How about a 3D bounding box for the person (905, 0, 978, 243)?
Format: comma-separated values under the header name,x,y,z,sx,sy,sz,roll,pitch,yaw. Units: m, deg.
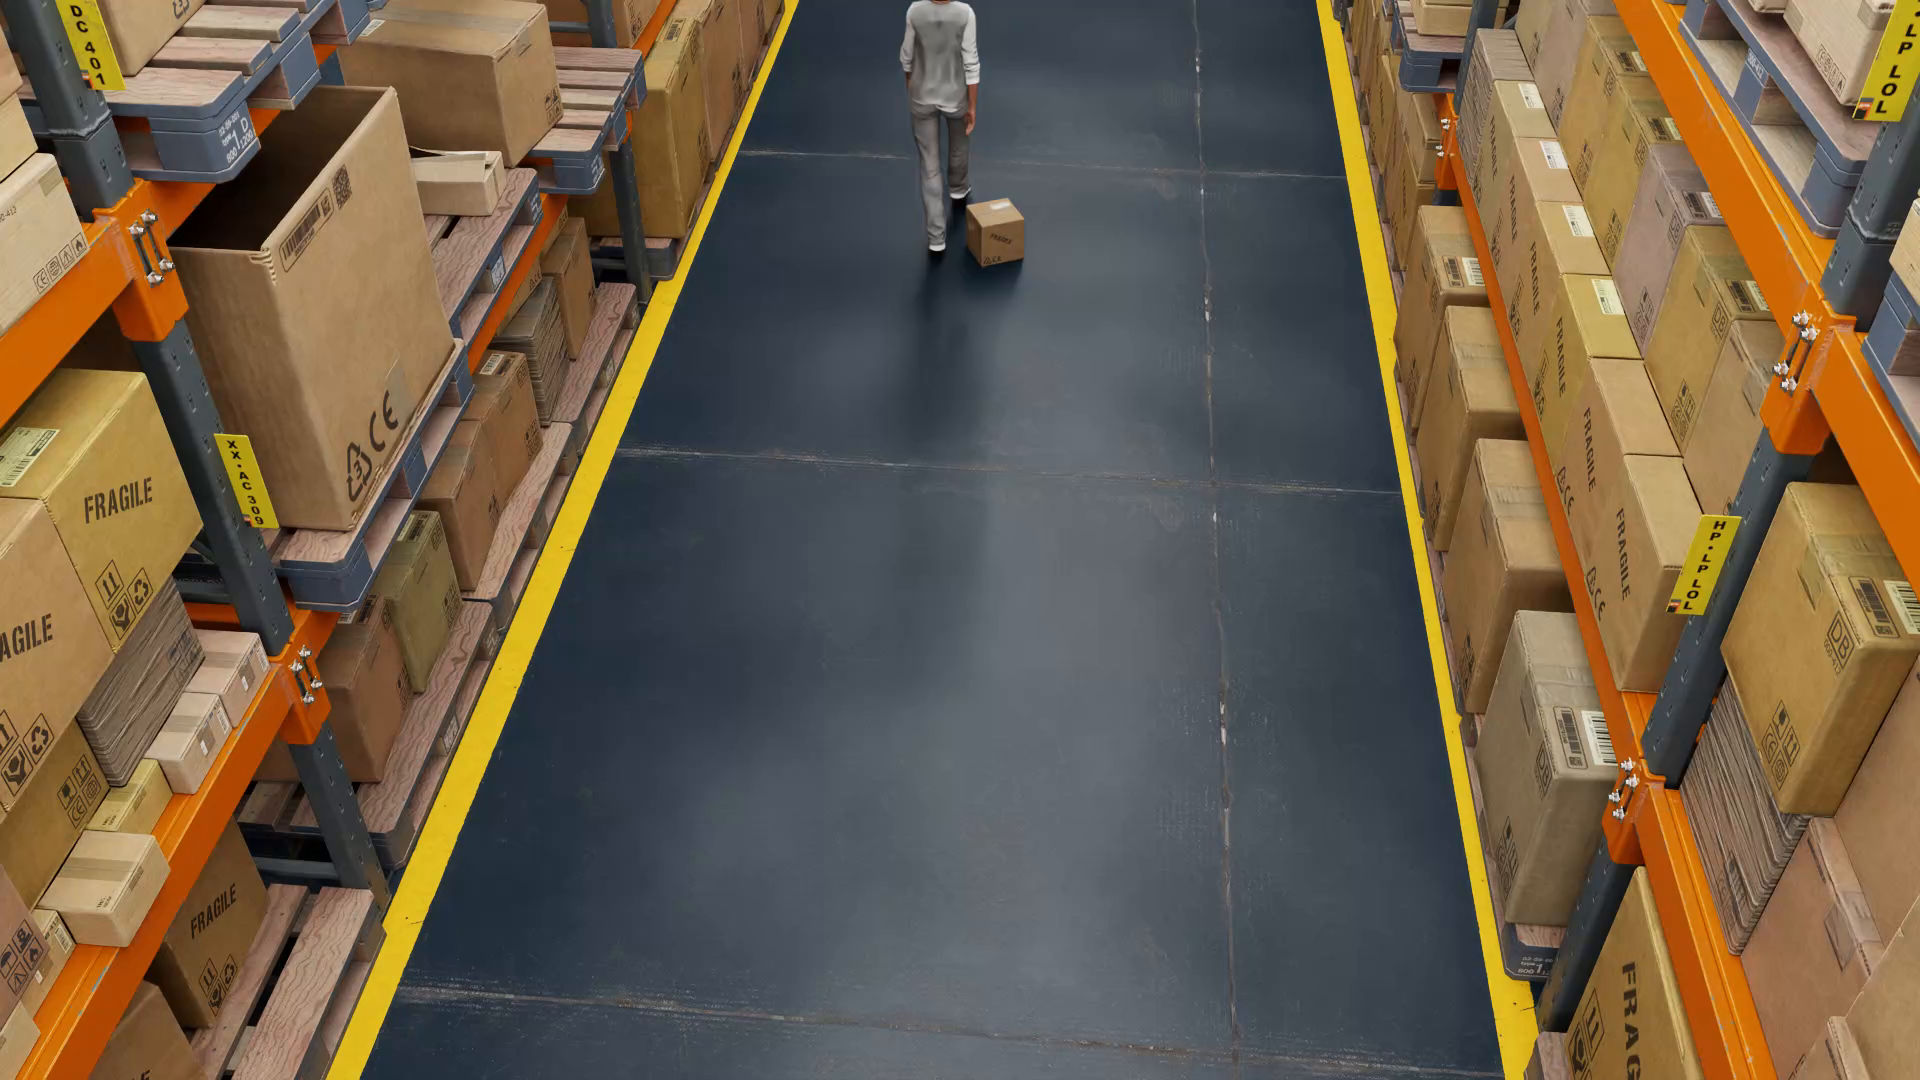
name,x,y,z,sx,sy,sz,roll,pitch,yaw
person,-0.105,-2.402,8.887,0.401,1.478,0.754,-1,41,-1
